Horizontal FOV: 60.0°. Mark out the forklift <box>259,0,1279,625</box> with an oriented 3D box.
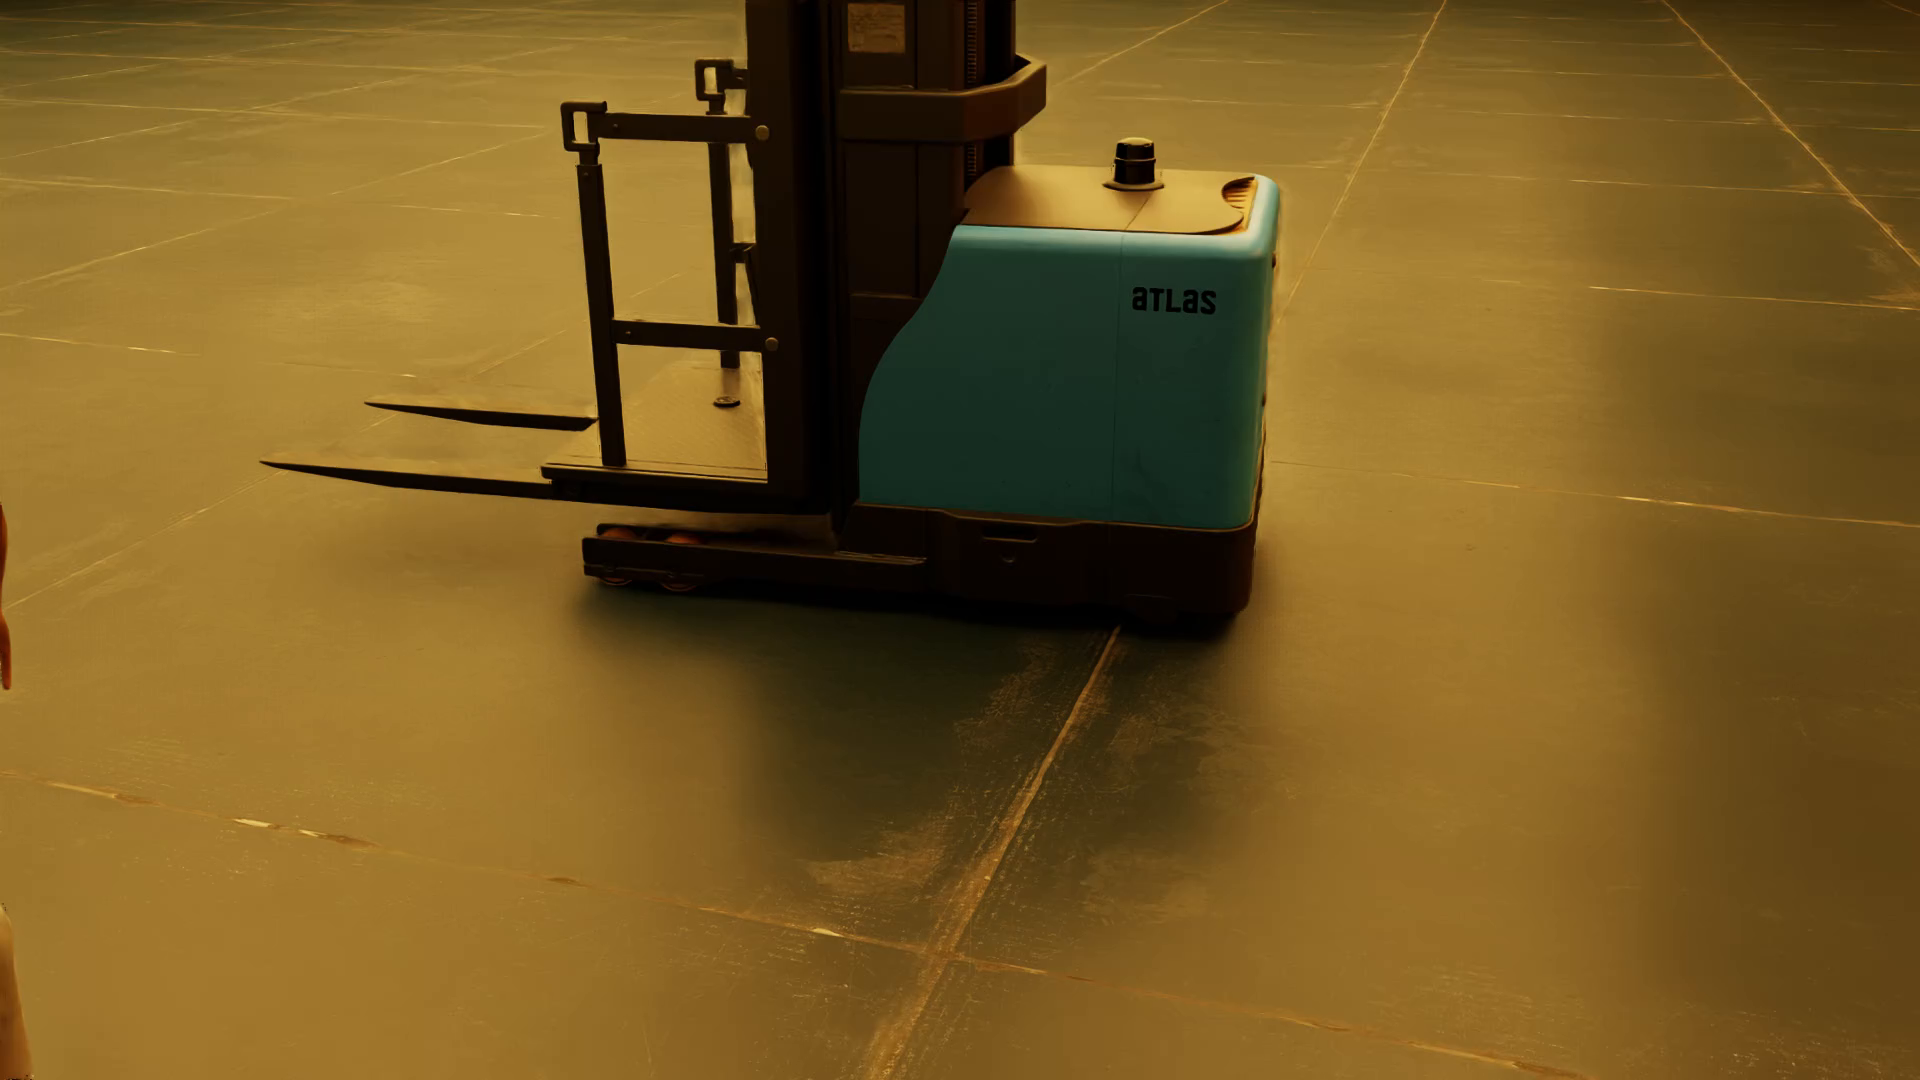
[{"bbox_3d":[-0.613,-1.397,4.664,3.031,2.935,1.130,5,23,11],"label":"forklift"}]
